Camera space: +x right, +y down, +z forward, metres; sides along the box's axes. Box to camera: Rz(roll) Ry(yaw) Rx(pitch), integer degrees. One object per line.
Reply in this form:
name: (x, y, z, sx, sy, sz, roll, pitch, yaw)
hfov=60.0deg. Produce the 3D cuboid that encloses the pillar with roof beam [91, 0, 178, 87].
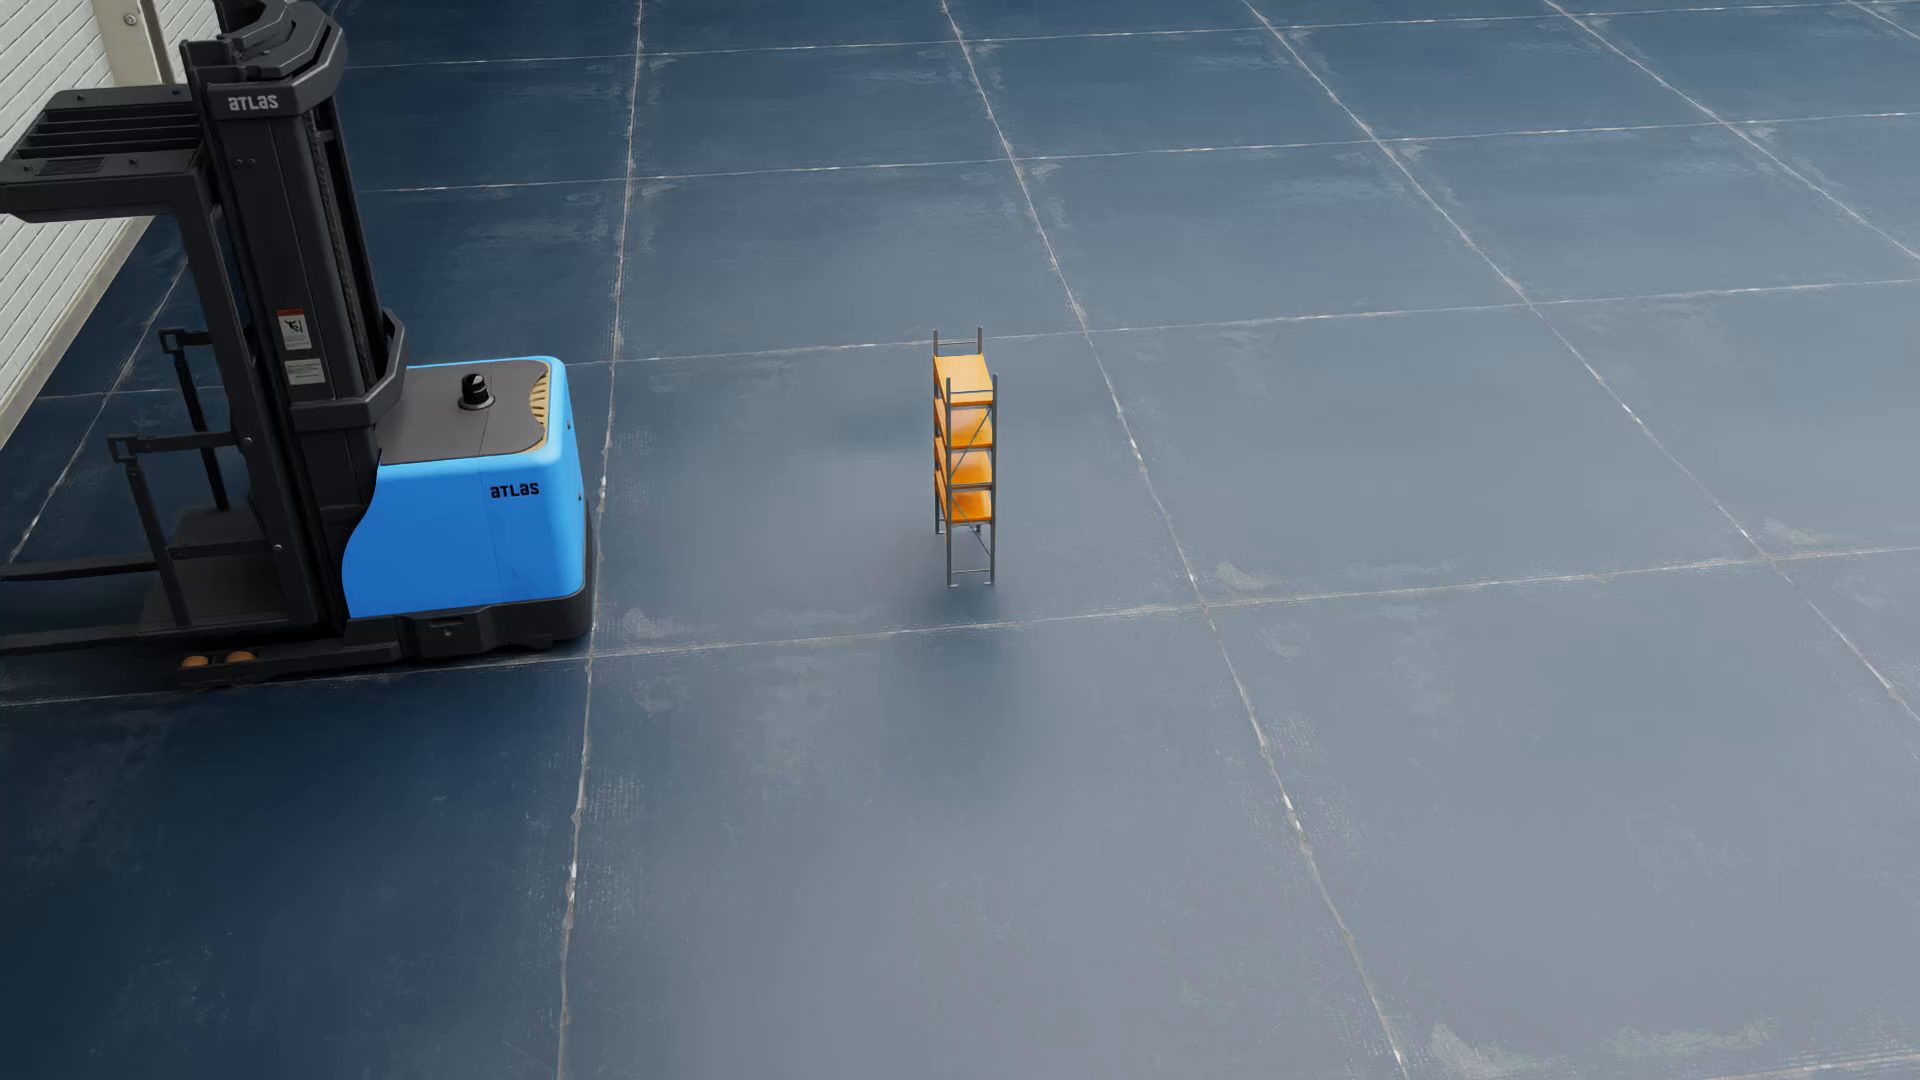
pillar with roof beam: (-1.585, -6.583, 10.419, 9.100, 9.000, 0.400, -4, 35, -6)

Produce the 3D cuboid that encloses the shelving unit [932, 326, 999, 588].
shelving unit: (0.022, -0.403, 8.277, 0.258, 1.200, 0.503, -4, 35, -6)

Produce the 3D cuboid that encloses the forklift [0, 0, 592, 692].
forklift: (-3.346, -0.831, 7.366, 3.031, 2.935, 1.130, -6, 35, -8)

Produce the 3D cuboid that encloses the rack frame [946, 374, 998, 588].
rack frame: (0.055, -0.267, 8.077, 0.240, 1.200, 0.015, -4, 35, -6)

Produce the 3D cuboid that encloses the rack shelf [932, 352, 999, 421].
rack shelf: (0.022, -0.728, 8.055, 0.258, 0.148, 0.480, -4, 35, -6)

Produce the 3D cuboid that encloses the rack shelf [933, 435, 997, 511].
rack shelf: (0.022, -0.348, 8.314, 0.258, 0.148, 0.480, -4, 35, -6)

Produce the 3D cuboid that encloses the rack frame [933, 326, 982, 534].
rack frame: (-0.011, -0.540, 8.476, 0.240, 1.200, 0.015, -4, 35, -6)

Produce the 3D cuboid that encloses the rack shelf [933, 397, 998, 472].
rack shelf: (0.022, -0.533, 8.188, 0.258, 0.148, 0.480, -4, 35, -6)

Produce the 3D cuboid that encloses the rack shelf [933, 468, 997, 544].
rack shelf: (0.022, -0.184, 8.426, 0.258, 0.148, 0.480, -4, 35, -6)
